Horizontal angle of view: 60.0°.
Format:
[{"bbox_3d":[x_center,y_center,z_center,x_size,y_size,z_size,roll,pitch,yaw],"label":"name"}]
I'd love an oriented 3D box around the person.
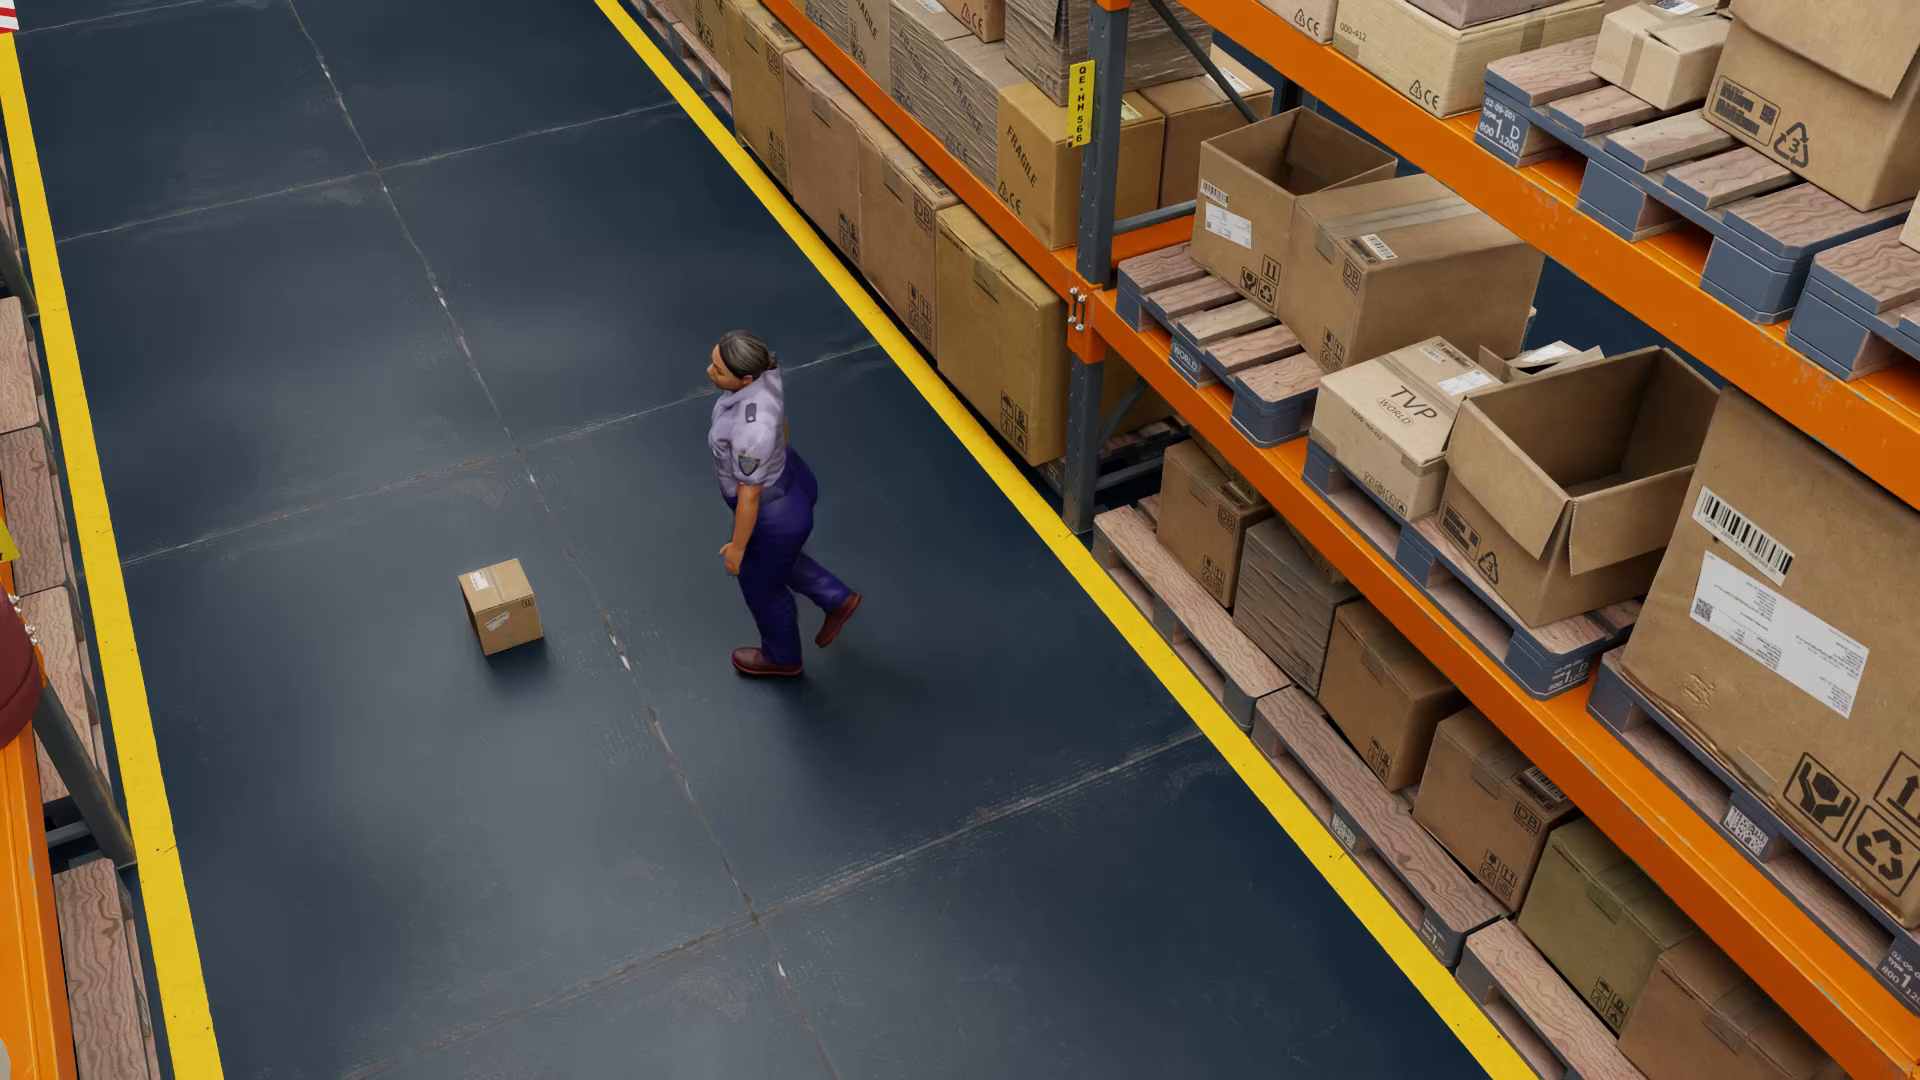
[{"bbox_3d":[-0.663,-0.146,6.314,0.534,1.626,0.565,3,42,3],"label":"person"}]
